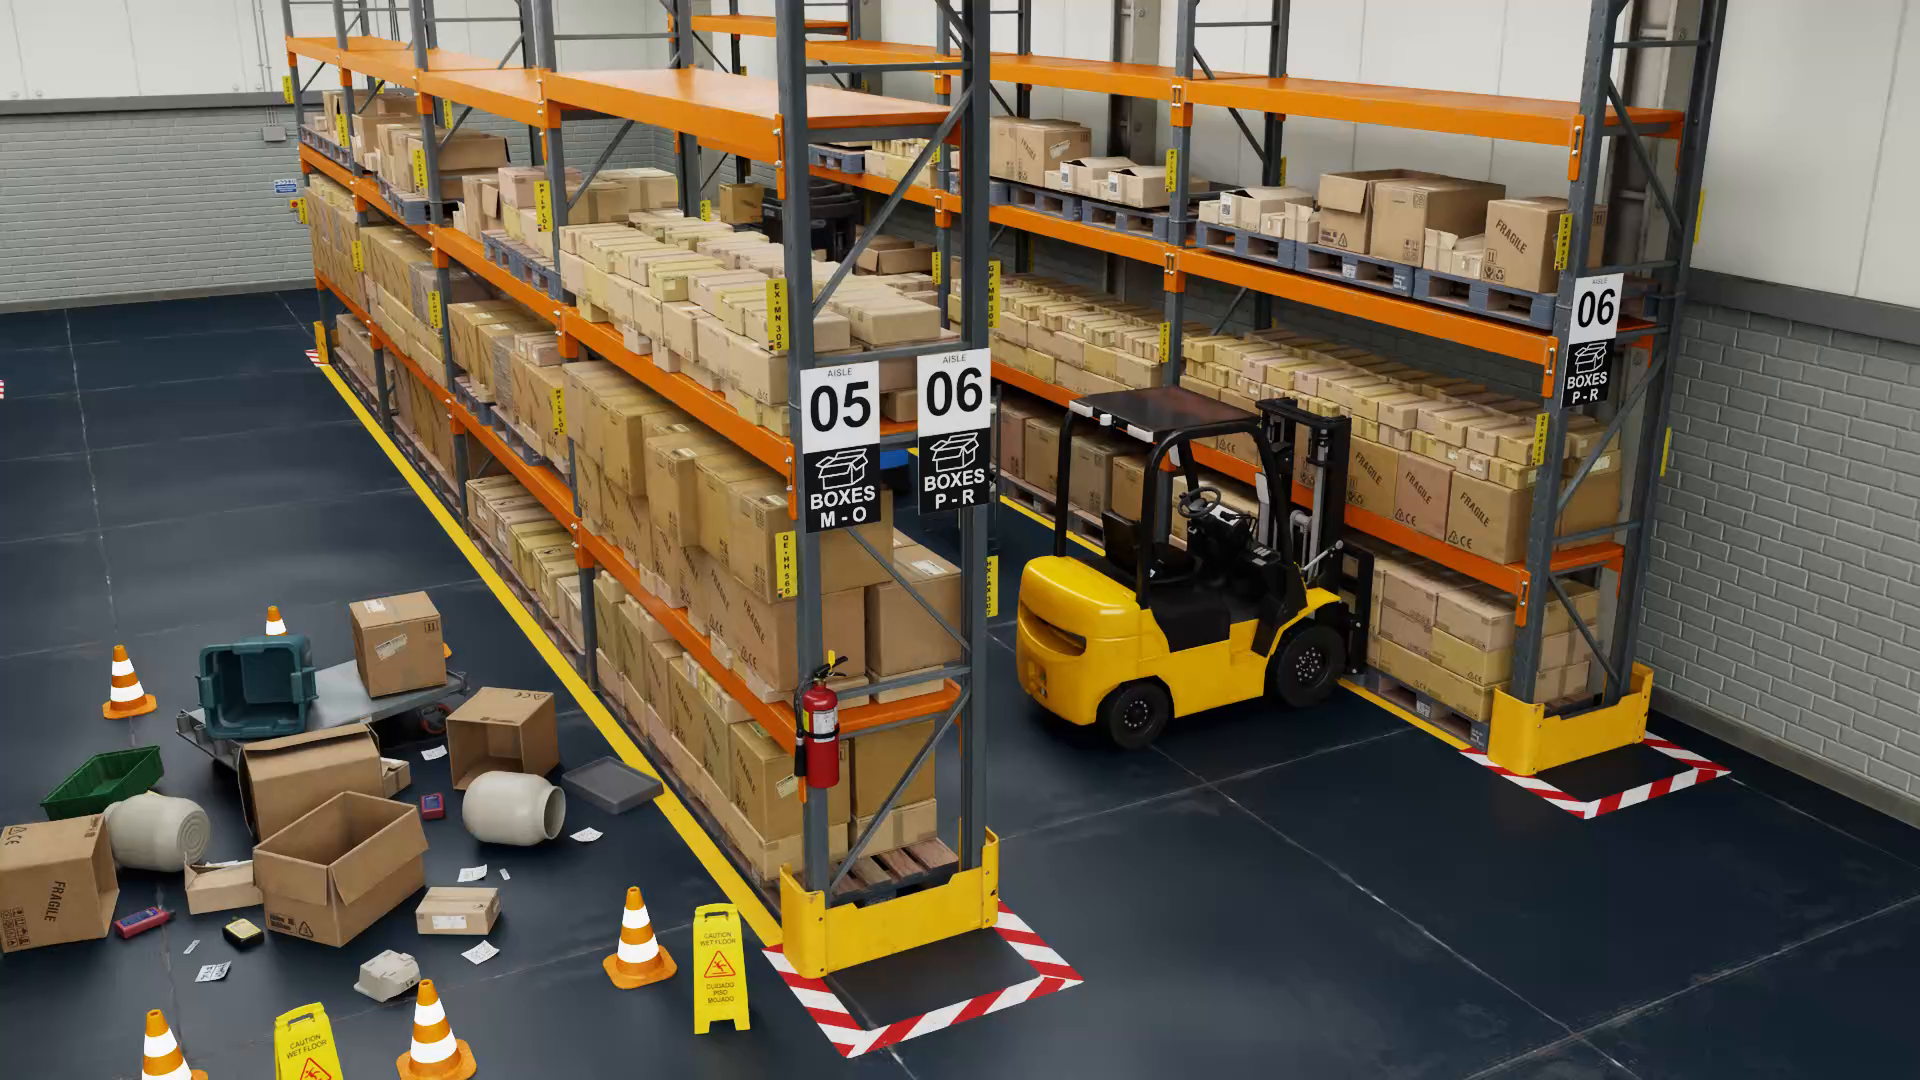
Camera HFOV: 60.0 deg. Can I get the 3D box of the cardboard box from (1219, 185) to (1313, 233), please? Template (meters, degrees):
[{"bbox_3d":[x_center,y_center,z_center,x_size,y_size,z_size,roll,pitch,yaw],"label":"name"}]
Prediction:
[{"bbox_3d":[2.318,-2.529,12.602,0.500,0.311,0.500,-9,21,-26],"label":"cardboard box"}]

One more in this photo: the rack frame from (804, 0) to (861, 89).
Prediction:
[{"bbox_3d":[-1.661,-6.316,19.640,1.000,3.000,0.127,-10,21,-27],"label":"rack frame"}]

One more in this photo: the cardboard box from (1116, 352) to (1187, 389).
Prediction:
[{"bbox_3d":[1.680,-1.450,14.200,0.500,0.250,0.500,-10,22,-28],"label":"cardboard box"}]

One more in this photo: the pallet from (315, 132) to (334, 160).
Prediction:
[{"bbox_3d":[-6.982,-4.673,19.612,1.003,0.211,1.213,-10,21,-27],"label":"pallet"}]

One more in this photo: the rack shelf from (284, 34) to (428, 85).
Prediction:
[{"bbox_3d":[-6.977,-5.591,19.255,1.077,0.370,4.000,-10,21,-27],"label":"rack shelf"}]

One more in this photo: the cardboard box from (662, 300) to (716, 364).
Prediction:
[{"bbox_3d":[-1.298,-1.151,9.044,0.500,0.250,0.500,-9,21,-25],"label":"cardboard box"}]

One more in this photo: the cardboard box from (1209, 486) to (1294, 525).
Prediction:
[{"bbox_3d":[2.325,-0.219,13.207,0.500,0.250,0.500,-10,21,-27],"label":"cardboard box"}]

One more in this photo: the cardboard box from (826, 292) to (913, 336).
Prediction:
[{"bbox_3d":[-0.452,-1.145,8.416,0.380,0.149,0.250,-10,21,-27],"label":"cardboard box"}]

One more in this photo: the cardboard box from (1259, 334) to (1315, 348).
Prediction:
[{"bbox_3d":[2.638,-1.555,13.435,0.380,0.149,0.250,-11,22,-28],"label":"cardboard box"}]

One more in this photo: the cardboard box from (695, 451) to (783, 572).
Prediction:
[{"bbox_3d":[-0.998,-0.185,8.928,0.700,0.500,0.500,-10,21,-26],"label":"cardboard box"}]

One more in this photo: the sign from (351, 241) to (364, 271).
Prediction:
[{"bbox_3d":[-6.515,-3.071,17.983,0.100,0.325,0.005,-10,21,-27],"label":"sign"}]

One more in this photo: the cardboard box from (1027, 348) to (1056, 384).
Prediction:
[{"bbox_3d":[0.964,-1.655,15.558,0.500,0.250,0.500,-9,21,-25],"label":"cardboard box"}]

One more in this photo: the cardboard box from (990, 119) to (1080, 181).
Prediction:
[{"bbox_3d":[0.696,-3.668,15.614,0.700,0.500,0.500,-10,22,-28],"label":"cardboard box"}]

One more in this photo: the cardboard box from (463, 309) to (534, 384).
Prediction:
[{"bbox_3d":[-3.864,-1.635,14.018,0.500,0.500,0.500,-9,21,-24],"label":"cardboard box"}]

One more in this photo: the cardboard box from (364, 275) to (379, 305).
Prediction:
[{"bbox_3d":[-6.067,-2.706,17.838,0.500,0.250,0.500,-11,22,-28],"label":"cardboard box"}]

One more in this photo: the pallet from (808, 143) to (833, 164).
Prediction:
[{"bbox_3d":[-1.413,-4.611,19.586,1.213,0.211,1.003,-10,21,-27],"label":"pallet"}]

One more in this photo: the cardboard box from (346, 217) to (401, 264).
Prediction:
[{"bbox_3d":[-6.495,-3.323,18.477,0.500,0.500,0.500,-10,21,-27],"label":"cardboard box"}]

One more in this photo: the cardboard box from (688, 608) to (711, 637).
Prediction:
[{"bbox_3d":[-1.364,0.423,9.693,0.380,0.149,0.250,-10,22,-27],"label":"cardboard box"}]

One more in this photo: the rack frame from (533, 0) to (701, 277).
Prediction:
[{"bbox_3d":[-2.229,-3.250,10.753,1.000,3.000,0.127,-10,21,-27],"label":"rack frame"}]

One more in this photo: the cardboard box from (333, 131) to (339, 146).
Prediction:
[{"bbox_3d":[-6.738,-4.465,18.462,0.380,0.149,0.250,-9,21,-25],"label":"cardboard box"}]

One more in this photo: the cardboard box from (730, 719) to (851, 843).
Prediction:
[{"bbox_3d":[-0.939,1.292,9.211,0.500,0.500,0.500,-10,21,-26],"label":"cardboard box"}]

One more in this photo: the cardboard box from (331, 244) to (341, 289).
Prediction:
[{"bbox_3d":[-7.209,-3.293,19.922,0.500,0.500,0.500,-9,21,-25],"label":"cardboard box"}]

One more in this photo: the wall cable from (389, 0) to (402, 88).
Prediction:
[{"bbox_3d":[-7.743,-8.838,26.891,2.988,3.039,0.133,-10,21,-27],"label":"wall cable"}]

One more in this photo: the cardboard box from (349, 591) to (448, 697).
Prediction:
[{"bbox_3d":[-3.781,0.694,11.192,0.500,0.500,0.500,-10,21,-27],"label":"cardboard box"}]

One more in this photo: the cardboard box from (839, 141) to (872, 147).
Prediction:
[{"bbox_3d":[-1.117,-4.441,18.391,0.380,0.149,0.250,-9,21,-25],"label":"cardboard box"}]

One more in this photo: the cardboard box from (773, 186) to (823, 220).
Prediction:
[{"bbox_3d":[-2.134,-4.373,21.831,0.500,0.500,0.500,-11,22,-28],"label":"cardboard box"}]

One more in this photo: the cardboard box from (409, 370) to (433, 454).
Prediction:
[{"bbox_3d":[-5.227,-1.481,17.438,0.875,0.875,0.875,-9,21,-25],"label":"cardboard box"}]

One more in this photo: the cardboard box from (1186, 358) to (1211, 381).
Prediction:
[{"bbox_3d":[2.058,-1.405,13.458,0.380,0.149,0.250,-10,22,-28],"label":"cardboard box"}]

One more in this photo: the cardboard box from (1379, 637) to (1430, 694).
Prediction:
[{"bbox_3d":[3.308,0.836,11.683,0.500,0.250,0.500,-10,21,-27],"label":"cardboard box"}]

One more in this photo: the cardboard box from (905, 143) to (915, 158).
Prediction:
[{"bbox_3d":[-0.350,-4.089,17.402,0.380,0.149,0.250,-9,21,-25],"label":"cardboard box"}]

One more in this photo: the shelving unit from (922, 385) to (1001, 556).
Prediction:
[{"bbox_3d":[0.003,-0.707,14.881,0.431,1.500,0.755,-10,21,-27],"label":"shelving unit"}]

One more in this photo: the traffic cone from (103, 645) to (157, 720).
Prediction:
[{"bbox_3d":[-5.845,0.962,11.633,0.336,0.463,0.334,-10,21,-27],"label":"traffic cone"}]

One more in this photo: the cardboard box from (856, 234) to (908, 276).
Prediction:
[{"bbox_3d":[-1.010,-3.179,18.947,0.700,0.500,0.500,-10,21,-27],"label":"cardboard box"}]

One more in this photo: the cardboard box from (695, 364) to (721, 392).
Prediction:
[{"bbox_3d":[-1.210,-0.919,8.983,0.380,0.149,0.250,-10,21,-27],"label":"cardboard box"}]

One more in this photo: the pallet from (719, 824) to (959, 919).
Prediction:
[{"bbox_3d":[-0.720,1.792,9.614,1.003,0.211,1.213,-10,21,-27],"label":"pallet"}]

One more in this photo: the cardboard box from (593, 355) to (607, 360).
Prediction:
[{"bbox_3d":[-2.437,-1.123,12.534,0.500,0.500,0.500,-10,21,-26],"label":"cardboard box"}]

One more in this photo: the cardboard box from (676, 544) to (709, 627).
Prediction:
[{"bbox_3d":[-1.298,0.145,9.504,0.500,0.500,0.500,-10,21,-27],"label":"cardboard box"}]

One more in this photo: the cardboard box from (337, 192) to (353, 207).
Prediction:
[{"bbox_3d":[-7.005,-3.953,19.307,0.380,0.149,0.250,-10,22,-28],"label":"cardboard box"}]

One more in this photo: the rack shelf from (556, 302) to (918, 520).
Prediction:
[{"bbox_3d":[-1.279,-0.918,9.696,1.077,0.370,4.000,-10,21,-27],"label":"rack shelf"}]

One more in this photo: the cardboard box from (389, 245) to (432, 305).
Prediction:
[{"bbox_3d":[-5.319,-2.626,16.457,0.500,0.500,0.500,-10,22,-28],"label":"cardboard box"}]

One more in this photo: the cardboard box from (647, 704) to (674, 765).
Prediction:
[{"bbox_3d":[-1.668,1.202,10.621,0.500,0.250,0.500,-10,22,-27],"label":"cardboard box"}]

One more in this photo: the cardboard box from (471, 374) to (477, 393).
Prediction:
[{"bbox_3d":[-3.943,-1.348,14.180,0.380,0.149,0.250,-12,22,-30],"label":"cardboard box"}]

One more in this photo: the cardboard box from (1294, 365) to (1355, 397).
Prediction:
[{"bbox_3d":[2.710,-1.183,12.358,0.380,0.149,0.250,-10,21,-27],"label":"cardboard box"}]

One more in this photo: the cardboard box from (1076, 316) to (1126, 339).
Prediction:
[{"bbox_3d":[1.261,-1.891,14.865,0.380,0.149,0.250,-11,22,-28],"label":"cardboard box"}]

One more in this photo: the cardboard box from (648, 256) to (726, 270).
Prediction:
[{"bbox_3d":[-1.555,-1.515,9.489,0.380,0.149,0.250,-10,21,-26],"label":"cardboard box"}]

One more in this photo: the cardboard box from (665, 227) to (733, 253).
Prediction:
[{"bbox_3d":[-1.650,-1.881,10.549,0.380,0.149,0.250,-9,21,-25],"label":"cardboard box"}]

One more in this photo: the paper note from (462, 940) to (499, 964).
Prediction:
[{"bbox_3d":[-2.530,2.175,8.781,0.142,0.019,0.148,16,25,39],"label":"paper note"}]

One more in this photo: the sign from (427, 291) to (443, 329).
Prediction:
[{"bbox_3d":[-4.615,-2.022,14.619,0.100,0.325,0.005,-10,21,-27],"label":"sign"}]

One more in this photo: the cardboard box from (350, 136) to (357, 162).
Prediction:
[{"bbox_3d":[-6.098,-4.065,17.278,0.396,0.266,0.258,-10,22,-27],"label":"cardboard box"}]

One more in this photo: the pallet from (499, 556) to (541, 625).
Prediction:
[{"bbox_3d":[-3.183,0.330,13.850,1.003,0.211,1.213,-10,21,-27],"label":"pallet"}]

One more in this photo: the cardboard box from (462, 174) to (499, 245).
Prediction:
[{"bbox_3d":[-3.687,-2.754,13.761,0.700,0.500,0.500,-10,21,-27],"label":"cardboard box"}]

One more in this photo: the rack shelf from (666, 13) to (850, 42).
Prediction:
[{"bbox_3d":[-2.611,-6.549,21.422,1.077,0.370,4.000,-10,21,-27],"label":"rack shelf"}]

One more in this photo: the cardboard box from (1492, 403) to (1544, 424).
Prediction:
[{"bbox_3d":[3.833,-0.813,11.286,0.380,0.149,0.250,-10,21,-26],"label":"cardboard box"}]

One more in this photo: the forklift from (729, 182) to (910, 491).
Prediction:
[{"bbox_3d":[-1.760,-2.143,16.847,1.130,2.935,3.031,-13,23,-33],"label":"forklift"}]

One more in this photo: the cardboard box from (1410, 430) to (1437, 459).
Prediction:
[{"bbox_3d":[3.302,-0.671,11.330,0.380,0.149,0.250,-10,21,-27],"label":"cardboard box"}]

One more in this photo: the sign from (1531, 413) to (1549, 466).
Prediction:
[{"bbox_3d":[3.553,-0.615,10.176,0.100,0.325,0.005,-10,21,-27],"label":"sign"}]

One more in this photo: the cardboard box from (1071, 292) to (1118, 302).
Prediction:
[{"bbox_3d":[1.288,-2.277,15.983,0.380,0.149,0.250,-10,22,-28],"label":"cardboard box"}]
